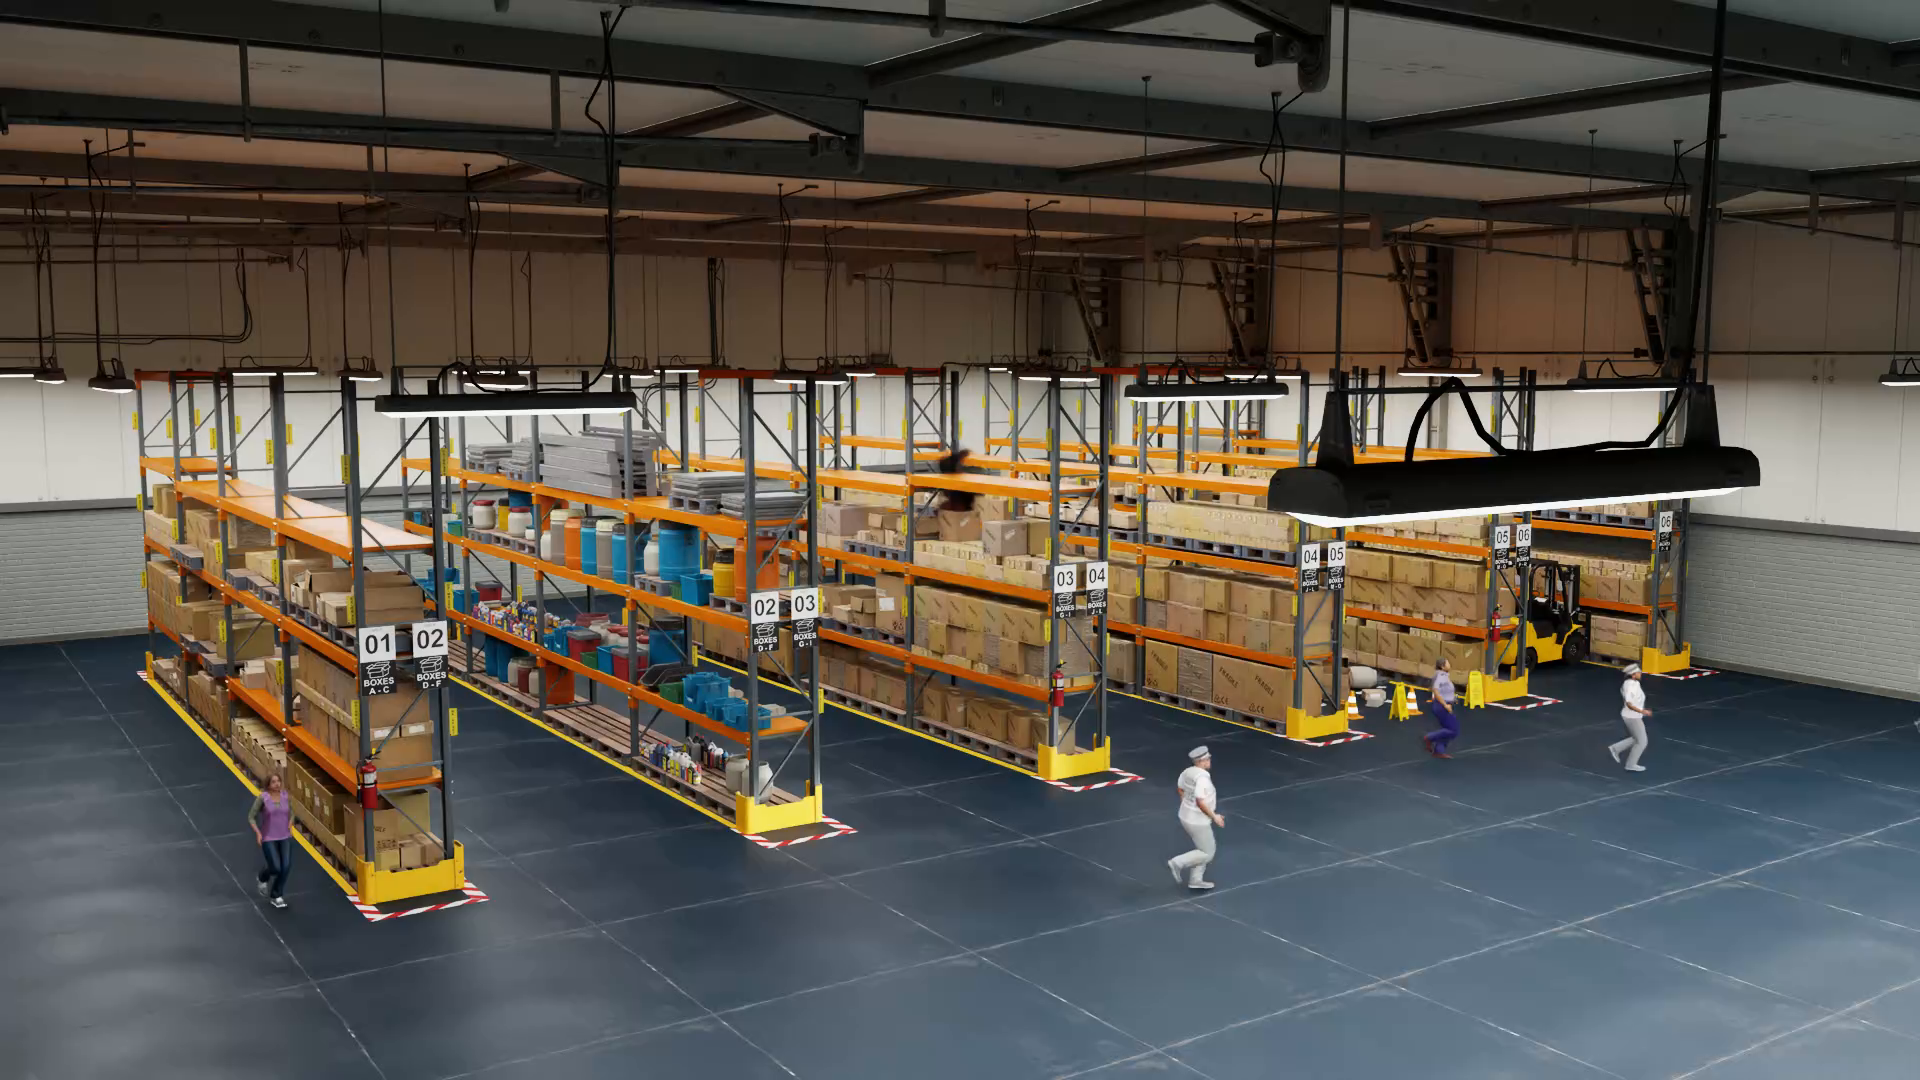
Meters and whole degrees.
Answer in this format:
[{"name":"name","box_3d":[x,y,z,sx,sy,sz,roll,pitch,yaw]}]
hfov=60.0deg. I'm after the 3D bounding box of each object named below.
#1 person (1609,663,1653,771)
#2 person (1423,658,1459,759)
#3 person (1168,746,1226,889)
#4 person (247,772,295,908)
[{"name":"person","box_3d":[10.174,2.671,25.190,0.584,1.650,0.573,2,7,16]},{"name":"person","box_3d":[7.496,2.625,25.924,0.551,1.604,0.614,1,7,9]},{"name":"person","box_3d":[2.716,3.277,19.559,0.652,1.733,0.650,-2,7,-14]},{"name":"person","box_3d":[-7.832,3.423,19.023,0.508,1.548,0.512,-6,9,-43]}]
